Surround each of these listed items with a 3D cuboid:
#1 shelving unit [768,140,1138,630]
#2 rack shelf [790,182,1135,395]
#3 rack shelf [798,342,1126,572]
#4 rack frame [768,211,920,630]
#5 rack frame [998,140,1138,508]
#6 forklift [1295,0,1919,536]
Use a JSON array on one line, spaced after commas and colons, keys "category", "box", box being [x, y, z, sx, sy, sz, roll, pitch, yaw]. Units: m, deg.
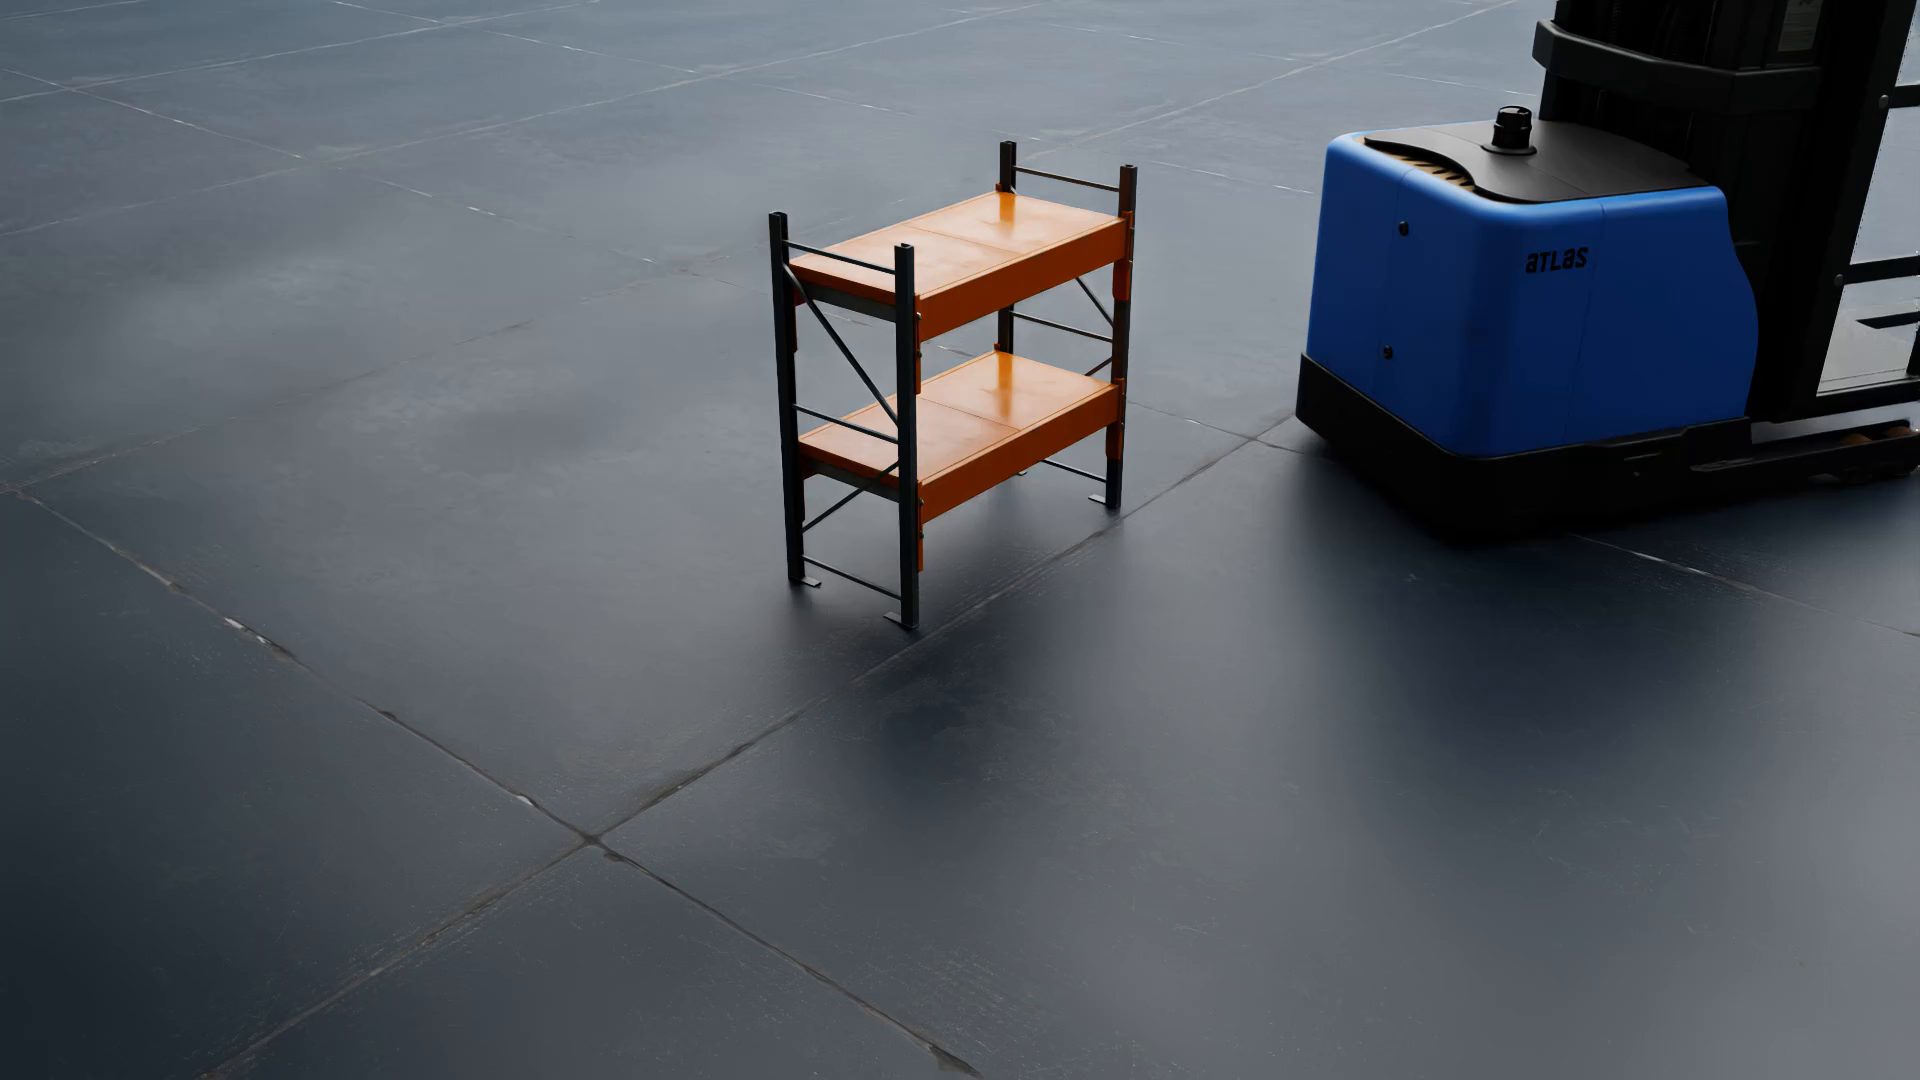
[{"category": "shelving unit", "box": [0.004, -0.502, 4.996, 0.538, 1.125, 1.048, 21, 34, 34]}, {"category": "rack shelf", "box": [0.004, -0.762, 4.862, 0.538, 0.278, 1.000, 21, 34, 34]}, {"category": "rack shelf", "box": [0.004, -0.285, 5.109, 0.538, 0.278, 1.000, 21, 34, 34]}, {"category": "rack frame", "box": [-0.319, -0.322, 4.648, 0.500, 1.125, 0.032, 21, 34, 34]}, {"category": "rack frame", "box": [0.328, -0.682, 5.345, 0.500, 1.125, 0.032, 21, 34, 34]}, {"category": "forklift", "box": [2.774, -1.711, 5.368, 3.031, 2.935, 1.130, -9, 29, -17]}]
